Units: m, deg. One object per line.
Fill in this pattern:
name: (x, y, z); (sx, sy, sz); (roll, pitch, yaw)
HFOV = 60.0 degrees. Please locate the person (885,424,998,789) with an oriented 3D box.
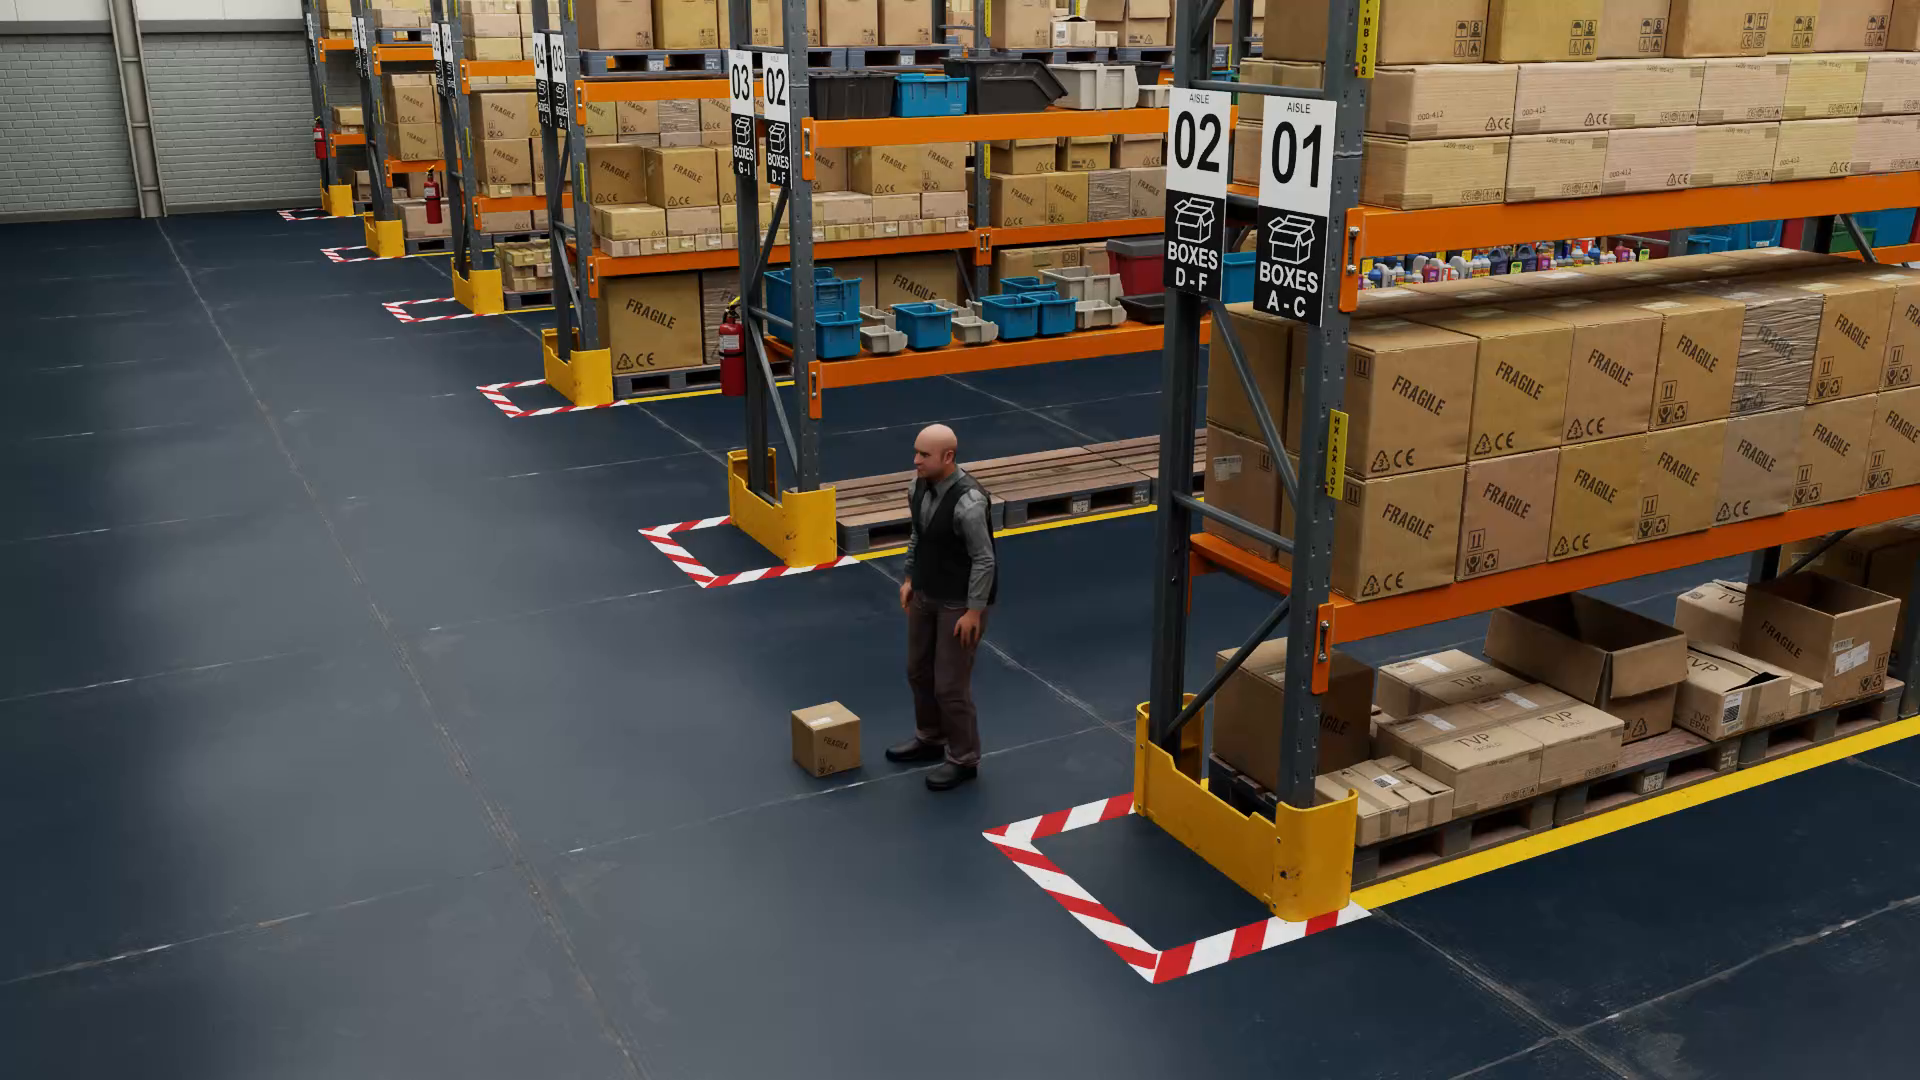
person: (-0.055, 0.285, 7.735); (0.418, 1.721, 0.595); (-12, 22, -32)
